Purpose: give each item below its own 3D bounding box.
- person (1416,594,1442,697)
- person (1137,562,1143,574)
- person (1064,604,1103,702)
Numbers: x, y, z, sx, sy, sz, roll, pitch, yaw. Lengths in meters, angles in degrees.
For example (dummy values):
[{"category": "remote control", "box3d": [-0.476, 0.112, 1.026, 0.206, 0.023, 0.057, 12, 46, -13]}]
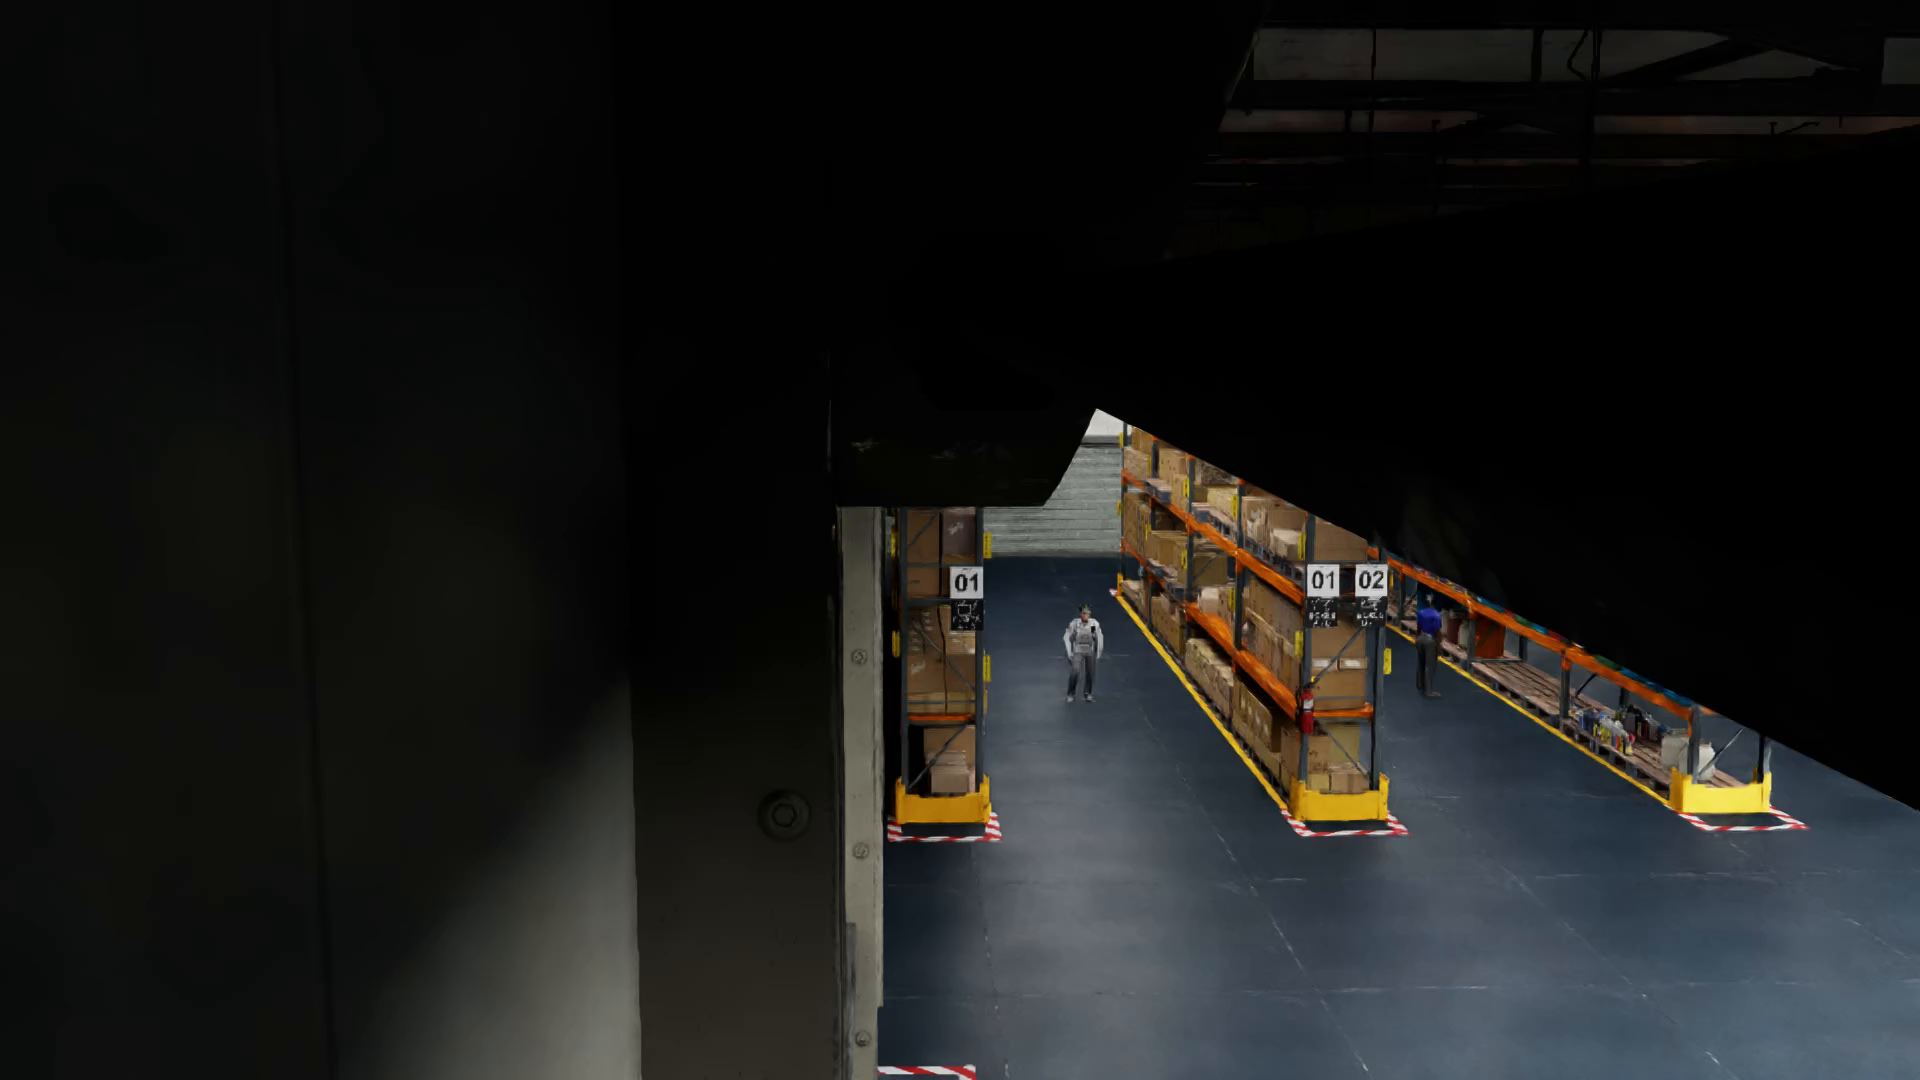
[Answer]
[{"category": "person", "box3d": [7.656, 1.698, 27.119, 0.422, 1.663, 0.502, -5, 10, -33]}, {"category": "person", "box3d": [4.529, 0.032, 39.126, 0.642, 1.610, 0.800, -3, 9, -20]}, {"category": "person", "box3d": [1.977, 1.798, 26.640, 0.639, 1.632, 0.512, -1, 8, -4]}]
